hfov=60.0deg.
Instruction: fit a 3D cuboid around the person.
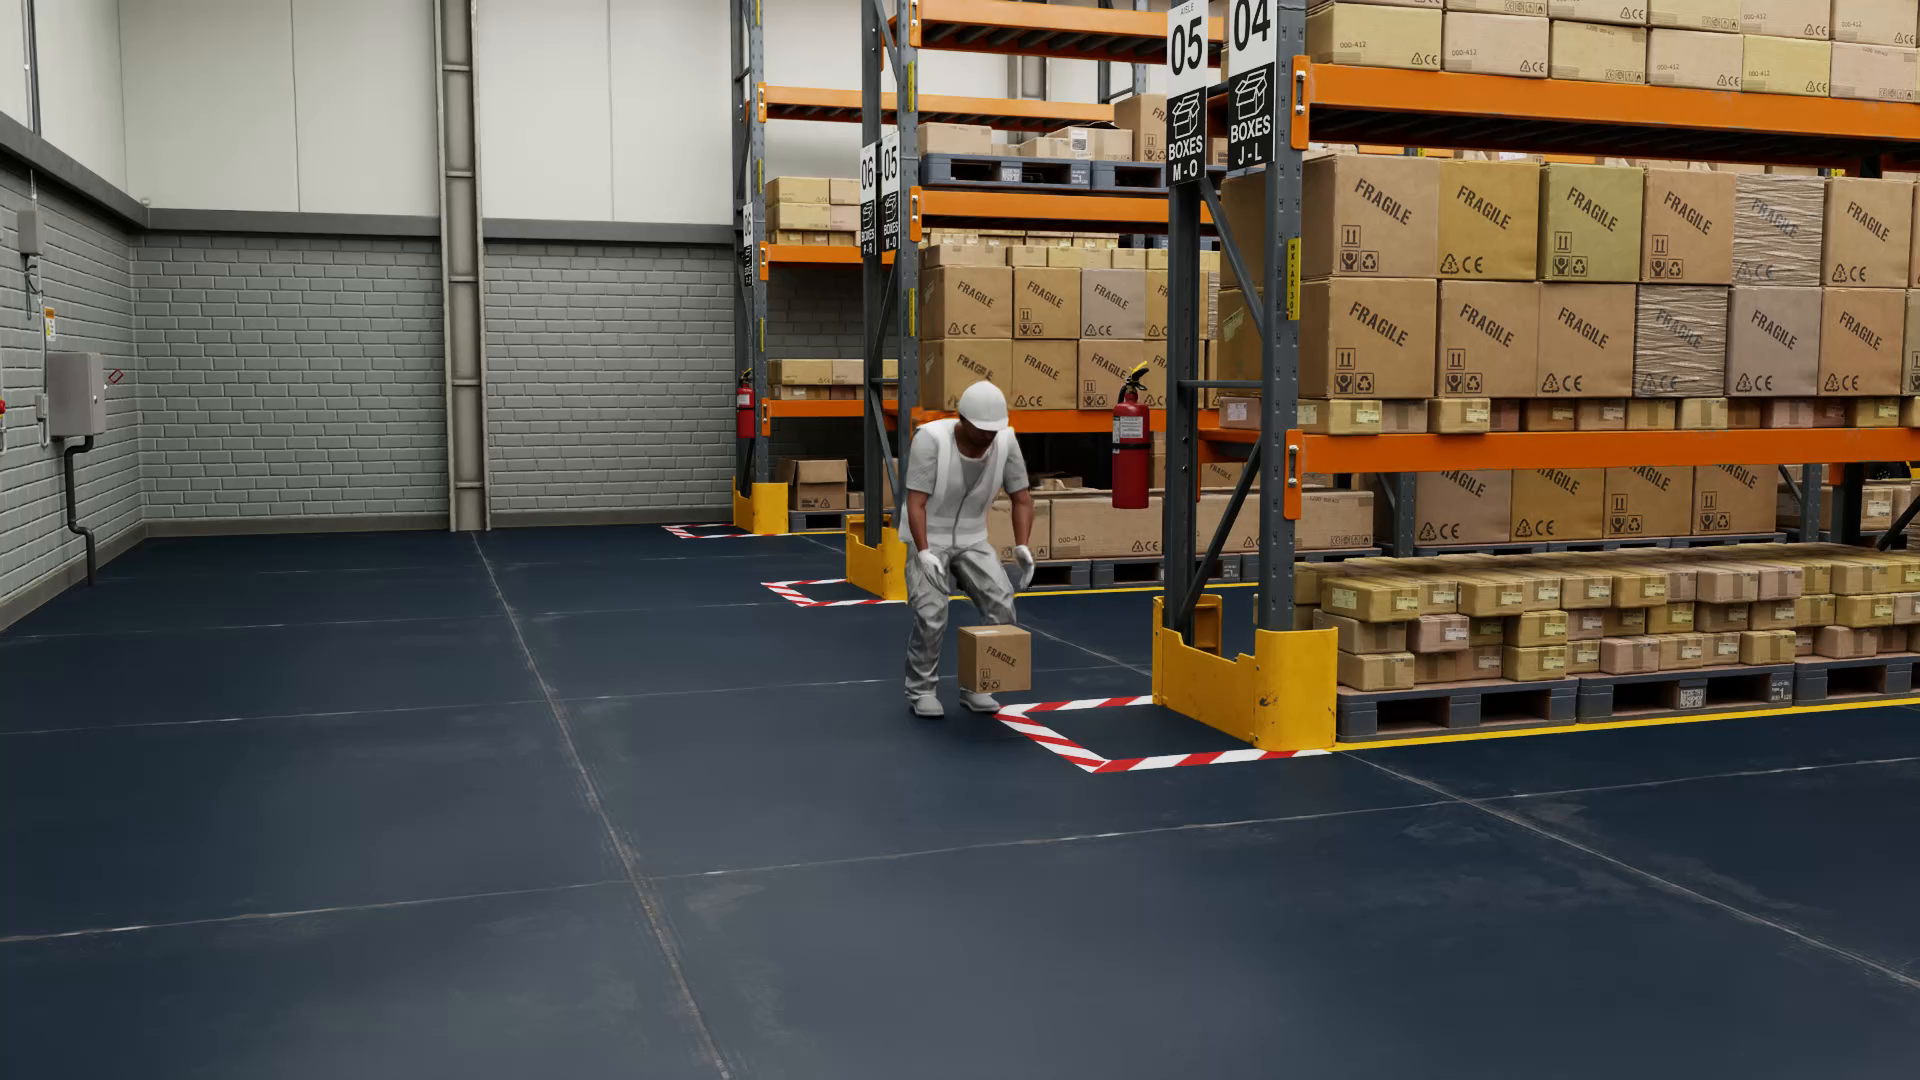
[{"bbox_3d":[0.023,0.037,7.606,0.608,1.526,0.696,-2,6,-20],"label":"person"}]
